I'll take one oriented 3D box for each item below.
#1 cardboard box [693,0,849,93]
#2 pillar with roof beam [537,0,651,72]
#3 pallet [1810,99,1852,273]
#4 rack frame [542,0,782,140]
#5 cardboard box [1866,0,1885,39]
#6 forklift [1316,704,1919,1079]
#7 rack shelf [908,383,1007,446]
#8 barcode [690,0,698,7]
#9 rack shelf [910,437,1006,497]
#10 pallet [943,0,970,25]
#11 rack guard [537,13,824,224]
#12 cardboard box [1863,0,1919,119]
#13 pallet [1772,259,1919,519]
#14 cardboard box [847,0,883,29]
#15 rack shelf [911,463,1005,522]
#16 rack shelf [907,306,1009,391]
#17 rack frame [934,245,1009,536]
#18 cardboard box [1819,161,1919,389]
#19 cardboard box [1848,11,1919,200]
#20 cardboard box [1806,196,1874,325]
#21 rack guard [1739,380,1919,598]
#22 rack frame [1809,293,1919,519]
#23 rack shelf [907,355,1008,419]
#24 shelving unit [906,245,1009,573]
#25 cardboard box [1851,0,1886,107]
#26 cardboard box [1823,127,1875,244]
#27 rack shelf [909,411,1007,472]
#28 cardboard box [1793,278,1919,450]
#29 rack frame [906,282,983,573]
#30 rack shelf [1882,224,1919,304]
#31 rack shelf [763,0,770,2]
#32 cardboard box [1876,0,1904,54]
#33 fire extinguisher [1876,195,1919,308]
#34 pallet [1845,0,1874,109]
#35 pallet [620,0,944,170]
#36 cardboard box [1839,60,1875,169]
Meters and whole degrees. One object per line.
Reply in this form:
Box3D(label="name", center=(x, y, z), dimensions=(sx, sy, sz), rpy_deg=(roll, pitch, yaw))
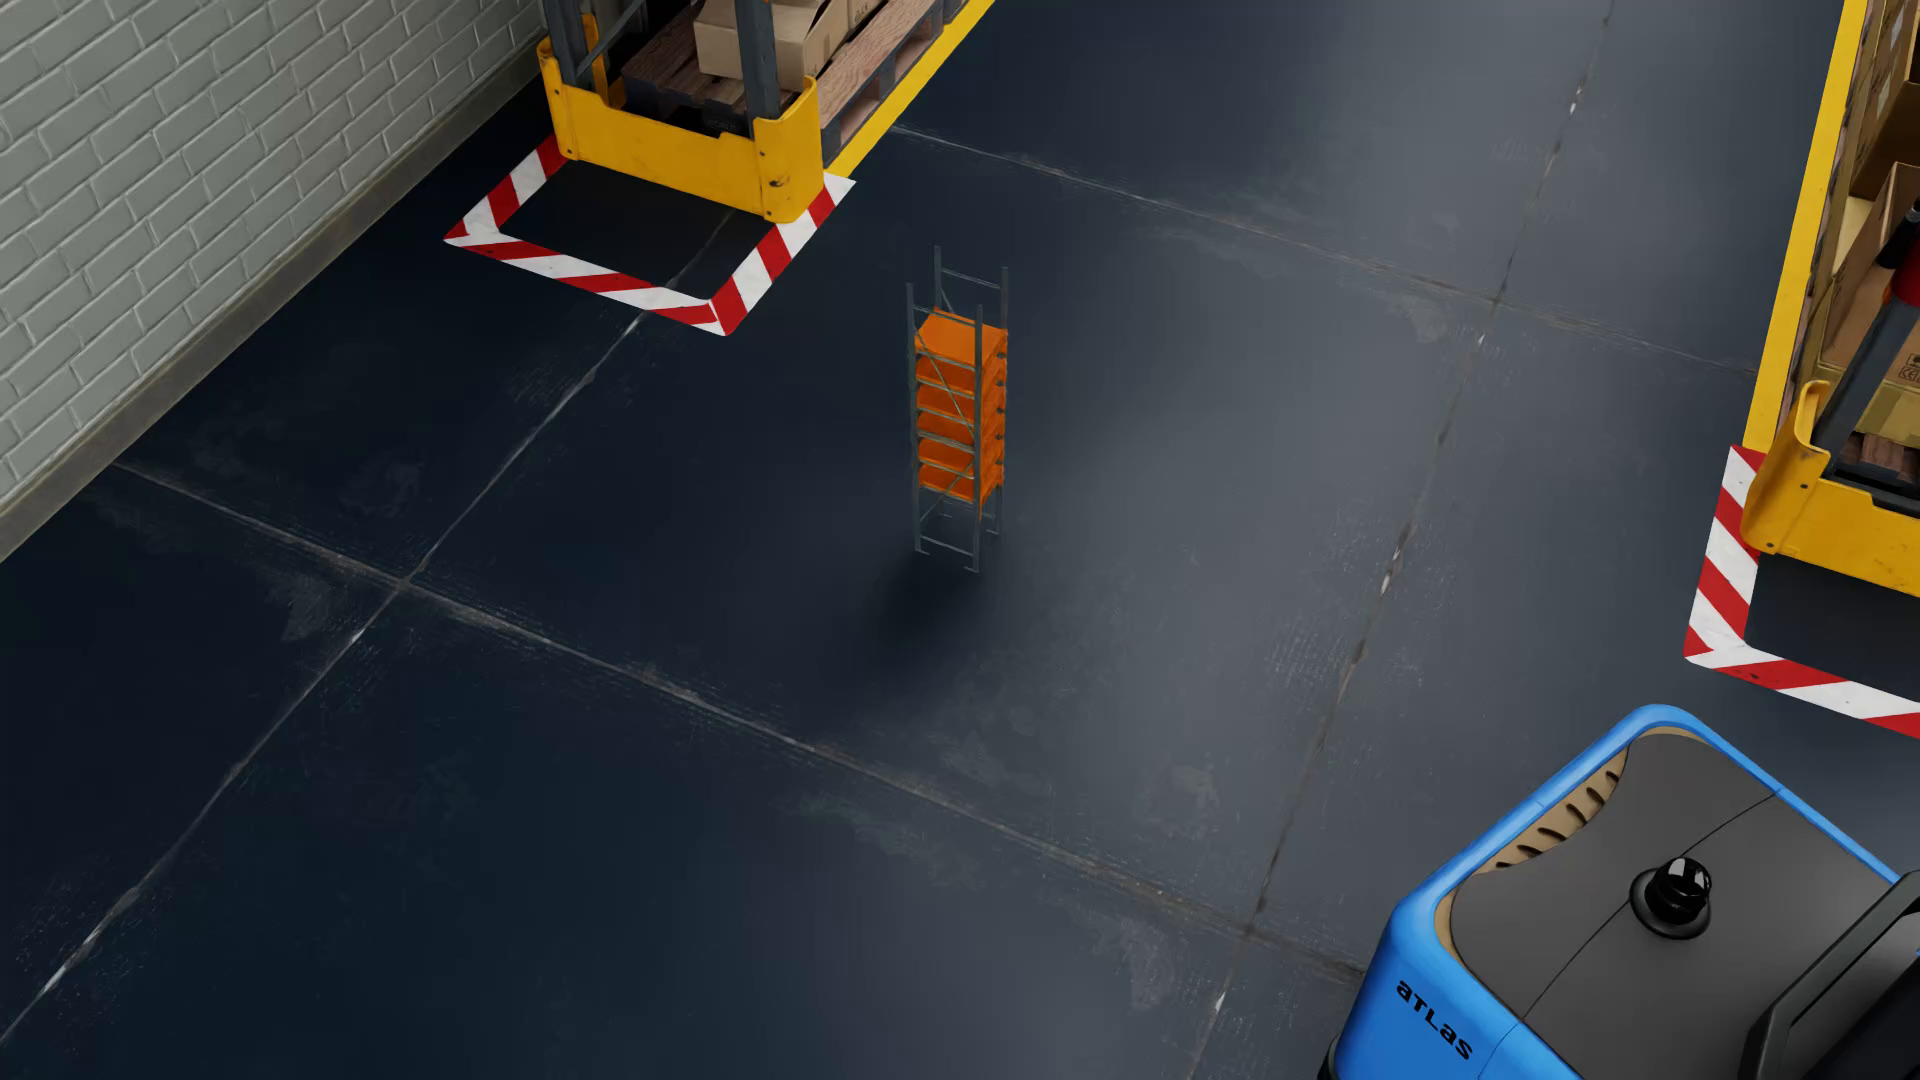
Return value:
Box3D(label="cardboard box", center=(-0.809, -2.234, 7.158), dimensions=(0.500, 0.311, 0.500), rpy_deg=(14, 51, 12))
Box3D(label="pillar with roof beam", center=(2.223, -3.823, 3.094), dimensions=(9.100, 9.000, 0.400), rpy_deg=(20, 52, 16))
Box3D(label="pallet", center=(4.106, -1.380, 6.786), dimensions=(1.003, 0.211, 1.213), rpy_deg=(20, 52, 16))
Box3D(label="rack frame", center=(-1.186, -2.516, 5.921), dimensions=(1.000, 3.000, 0.127), rpy_deg=(20, 52, 16))
Box3D(label="cardboard box", center=(4.313, -2.343, 7.303), dimensions=(0.500, 0.250, 0.500), rpy_deg=(20, 52, 16))
Box3D(label="forklift", center=(2.233, 1.230, 2.779), dimensions=(1.130, 2.935, 3.031), rpy_deg=(-31, 56, -23))
Box3D(label="rack shelf", center=(-0.006, -0.428, 5.227), dimensions=(0.258, 0.103, 0.180), rpy_deg=(20, 52, 16))
Box3D(label="barcode", center=(-1.163, -2.380, 7.276), dimensions=(0.001, 0.075, 0.075), rpy_deg=(20, 52, 16))
Box3D(label="rack shelf", center=(-0.006, -0.272, 5.410), dimensions=(0.258, 0.103, 0.180), rpy_deg=(20, 52, 16))
Box3D(label="pallet", center=(-0.252, -3.049, 8.206), dimensions=(1.003, 0.211, 1.213), rpy_deg=(20, 52, 16))
Box3D(label="rack guard", center=(-1.153, -1.758, 6.918), dimensions=(1.175, 0.500, 0.348), rpy_deg=(20, 52, 16))
Box3D(label="cardboard box", center=(3.883, -1.898, 6.433), dimensions=(0.500, 0.500, 0.500), rpy_deg=(20, 52, 16))
Box3D(label="pallet", center=(3.583, -0.543, 6.073), dimensions=(1.003, 0.211, 1.213), rpy_deg=(20, 52, 16))
Box3D(label="cardboard box", center=(-0.565, -2.627, 7.492), dimensions=(0.500, 0.311, 0.500), rpy_deg=(24, 54, 19))
Box3D(label="rack shelf", center=(-0.006, -0.195, 5.501), dimensions=(0.258, 0.103, 0.180), rpy_deg=(20, 52, 16))
Box3D(label="rack shelf", center=(-0.006, -0.583, 5.044), dimensions=(0.258, 0.103, 0.180), rpy_deg=(20, 52, 16))
Box3D(label="rack frame", center=(0.033, -0.442, 5.338), dimensions=(0.240, 1.200, 0.006), rpy_deg=(20, 52, 16))
Box3D(label="cardboard box", center=(3.255, -0.861, 5.550), dimensions=(0.500, 0.500, 0.500), rpy_deg=(20, 52, 16))
Box3D(label="cardboard box", center=(3.669, -1.554, 6.140), dimensions=(0.500, 0.500, 0.500), rpy_deg=(20, 52, 16))
Box3D(label="cardboard box", center=(3.459, -0.965, 6.131), dimensions=(0.500, 0.250, 0.500), rpy_deg=(20, 52, 16))
Box3D(label="rack guard", center=(3.284, -0.080, 5.490), dimensions=(1.175, 0.500, 0.348), rpy_deg=(20, 52, 16))
Box3D(label="rack frame", center=(3.295, -0.906, 4.552), dimensions=(1.000, 3.000, 0.127), rpy_deg=(20, 52, 16))
Box3D(label="rack shelf", center=(-0.006, -0.506, 5.136), dimensions=(0.258, 0.103, 0.180), rpy_deg=(20, 52, 16))
Box3D(label="shelving unit", center=(-0.006, -0.379, 5.285), dimensions=(0.258, 1.200, 0.189), rpy_deg=(20, 52, 16))
Box3D(label="cardboard box", center=(4.095, -2.000, 7.012), dimensions=(0.500, 0.250, 0.500), rpy_deg=(20, 52, 16))
Box3D(label="cardboard box", center=(3.671, -1.310, 6.425), dimensions=(0.500, 0.250, 0.500), rpy_deg=(20, 52, 16))
Box3D(label="rack shelf", center=(-0.006, -0.350, 5.318), dimensions=(0.258, 0.103, 0.180), rpy_deg=(20, 52, 16))
Box3D(label="cardboard box", center=(3.257, -0.617, 5.835), dimensions=(0.500, 0.250, 0.500), rpy_deg=(20, 52, 16))
Box3D(label="rack frame", center=(-0.045, -0.316, 5.231), dimensions=(0.240, 1.200, 0.006), rpy_deg=(20, 52, 16))
Box3D(label="rack shelf", center=(4.149, -2.051, 5.998), dimensions=(1.077, 0.370, 4.000), rpy_deg=(20, 52, 16))
Box3D(label="rack shelf", center=(-0.331, -3.660, 7.367), dimensions=(1.077, 0.370, 4.000), rpy_deg=(20, 52, 16))
Box3D(label="cardboard box", center=(4.095, -2.243, 6.726), dimensions=(0.500, 0.500, 0.500), rpy_deg=(20, 52, 16))
Box3D(label="fire extinguisher", center=(2.824, -0.951, 4.641), dimensions=(0.296, 0.674, 0.183), rpy_deg=(20, 52, 16))
Box3D(label="pallet", center=(4.626, -2.223, 7.503), dimensions=(1.003, 0.211, 1.213), rpy_deg=(20, 52, 16))
Box3D(label="pallet", center=(-0.774, -2.212, 7.494), dimensions=(1.003, 0.211, 1.213), rpy_deg=(20, 52, 16))
Box3D(label="cardboard box", center=(3.887, -1.654, 6.717), dimensions=(0.500, 0.250, 0.500), rpy_deg=(20, 52, 16))
